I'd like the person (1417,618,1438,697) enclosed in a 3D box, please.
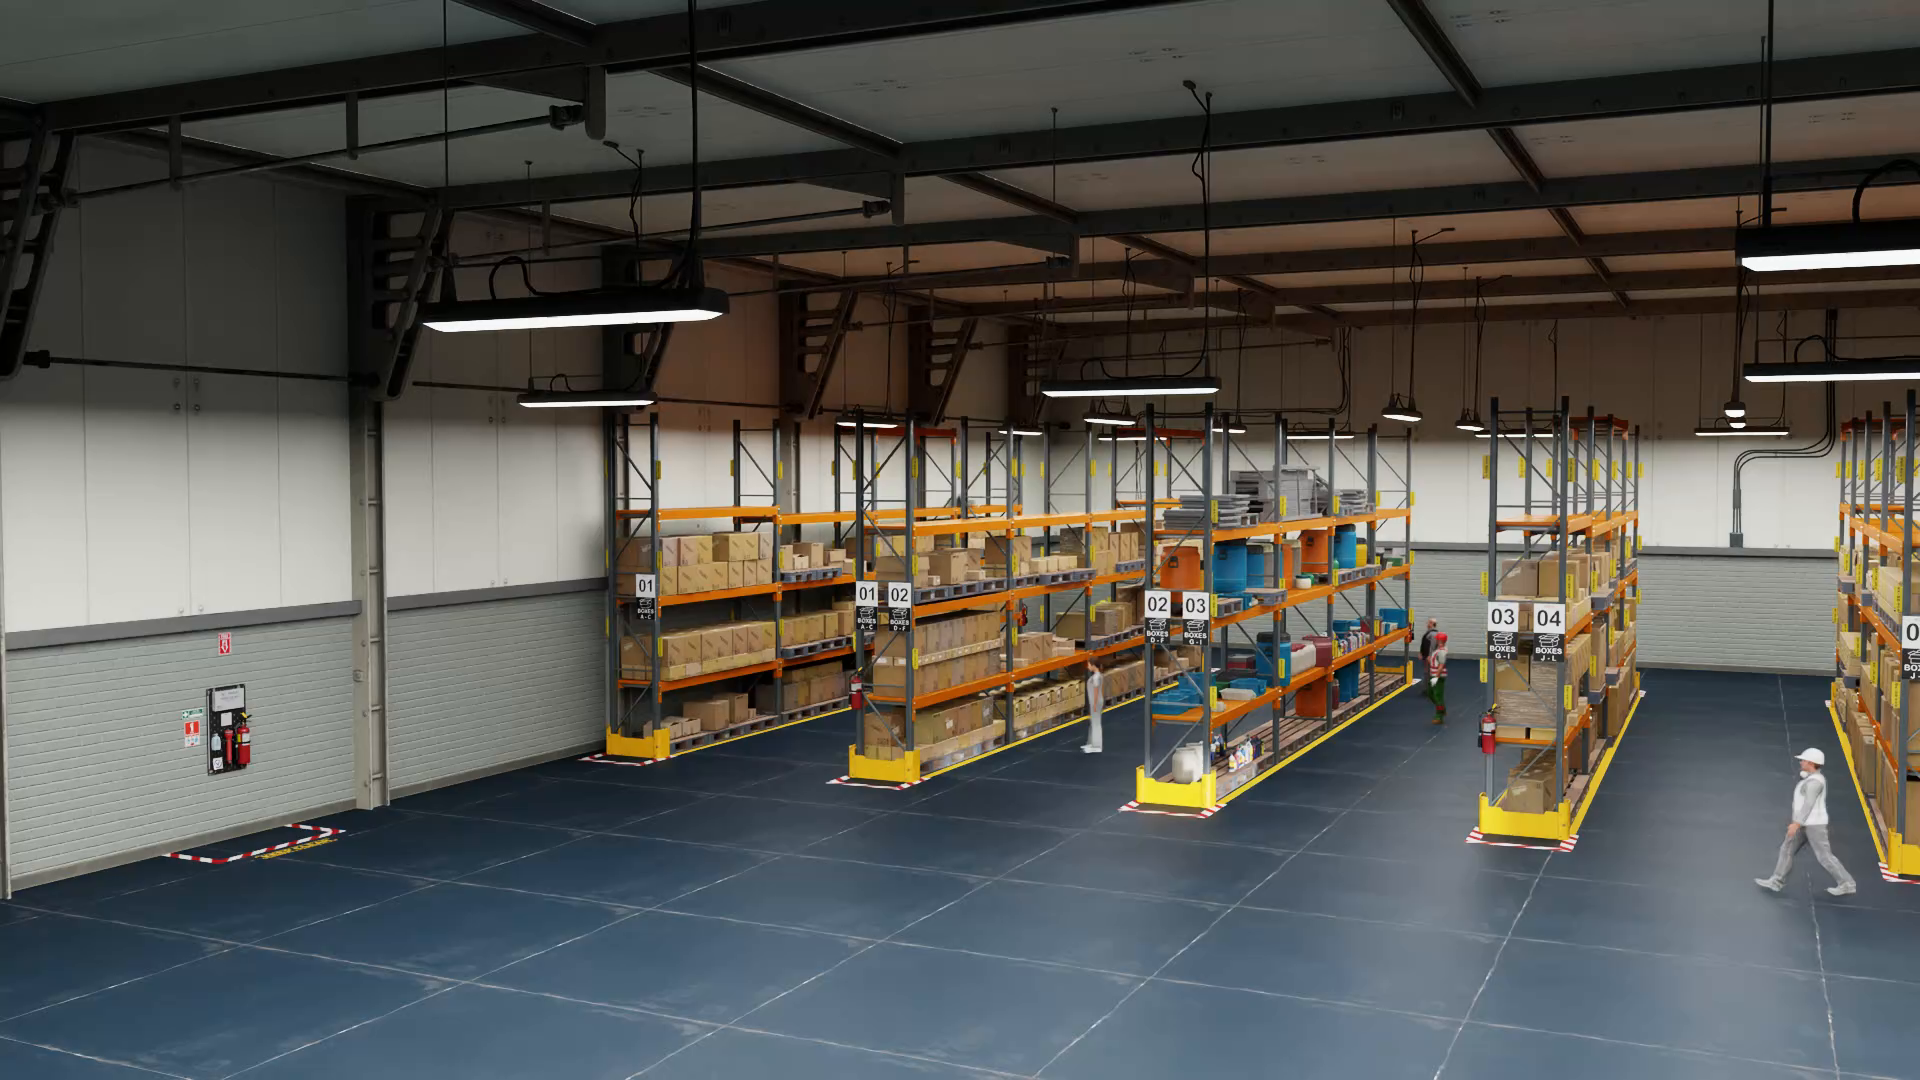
[{"bbox_3d":[10.381,2.604,36.955,0.579,1.749,0.561,0,2,-10],"label":"person"}]

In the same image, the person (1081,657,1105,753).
[{"bbox_3d":[2.362,2.915,29.553,0.433,1.676,0.507,0,2,3],"label":"person"}]

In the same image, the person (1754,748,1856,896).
[{"bbox_3d":[9.943,3.310,19.512,1.025,1.734,0.519,0,2,10],"label":"person"}]

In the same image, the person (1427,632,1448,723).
[{"bbox_3d":[9.471,2.717,32.973,0.427,1.787,0.644,0,2,2],"label":"person"}]

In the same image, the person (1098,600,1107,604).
[{"bbox_3d":[3.544,2.375,41.258,0.407,1.776,0.581,2,3,34],"label":"person"}]
